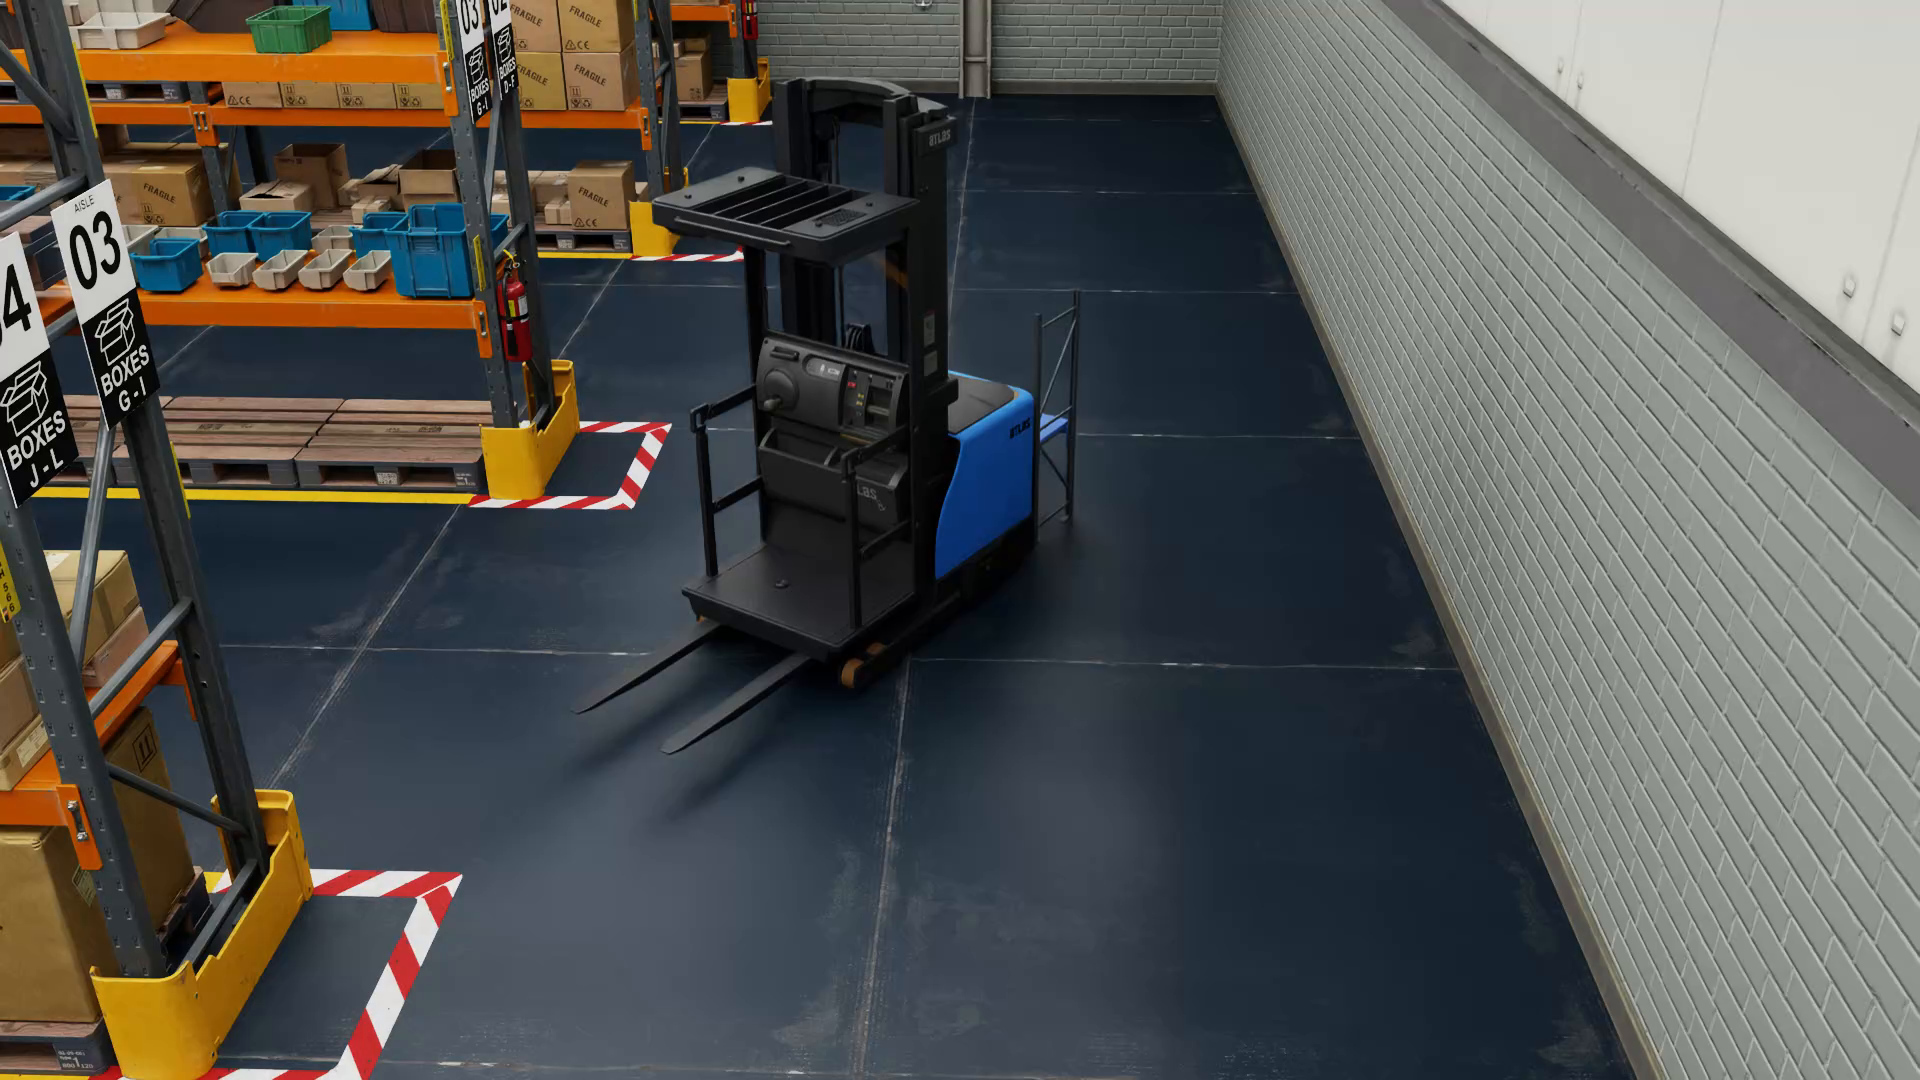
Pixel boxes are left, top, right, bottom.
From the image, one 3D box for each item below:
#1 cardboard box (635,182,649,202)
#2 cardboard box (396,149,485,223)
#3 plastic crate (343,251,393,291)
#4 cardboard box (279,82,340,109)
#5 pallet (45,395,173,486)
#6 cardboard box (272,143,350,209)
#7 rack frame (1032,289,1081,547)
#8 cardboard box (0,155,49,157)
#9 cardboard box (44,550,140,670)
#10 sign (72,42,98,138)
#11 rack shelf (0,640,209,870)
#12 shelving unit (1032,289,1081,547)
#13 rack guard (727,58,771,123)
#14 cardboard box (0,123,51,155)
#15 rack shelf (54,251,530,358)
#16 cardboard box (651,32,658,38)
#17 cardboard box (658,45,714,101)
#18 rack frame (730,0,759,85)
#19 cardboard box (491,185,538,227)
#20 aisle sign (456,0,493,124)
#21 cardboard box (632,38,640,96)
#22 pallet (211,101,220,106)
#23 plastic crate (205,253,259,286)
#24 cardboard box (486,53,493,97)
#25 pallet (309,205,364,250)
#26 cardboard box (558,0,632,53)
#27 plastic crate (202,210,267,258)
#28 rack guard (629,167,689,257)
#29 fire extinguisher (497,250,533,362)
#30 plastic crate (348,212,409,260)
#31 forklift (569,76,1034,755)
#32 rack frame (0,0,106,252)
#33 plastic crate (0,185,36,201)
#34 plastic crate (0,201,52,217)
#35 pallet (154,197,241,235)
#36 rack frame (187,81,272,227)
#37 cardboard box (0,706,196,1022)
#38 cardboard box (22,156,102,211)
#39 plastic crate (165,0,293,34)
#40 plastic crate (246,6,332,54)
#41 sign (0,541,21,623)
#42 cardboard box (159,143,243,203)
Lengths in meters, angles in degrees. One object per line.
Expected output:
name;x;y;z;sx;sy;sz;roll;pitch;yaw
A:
cardboard box;-3.117;-3.274;15.798;0.250;0.149;0.380;1;28;2
cardboard box;-4.830;-3.301;15.469;0.637;0.503;0.797;1;28;2
plastic crate;-3.710;-1.692;10.457;0.243;0.136;0.396;1;28;2
cardboard box;-5.696;-4.139;14.749;0.500;0.500;0.500;1;28;3
pallet;-6.150;-0.693;11.333;1.213;0.211;1.003;1;28;2
cardboard box;-6.128;-3.451;15.757;0.500;0.500;0.500;1;28;2
rack frame;0.569;-0.723;10.012;0.032;1.500;0.500;16;32;28
cardboard box;-8.720;-3.474;15.800;0.500;0.500;0.500;0;28;0
cardboard box;-3.534;0.266;6.389;0.500;0.250;0.500;0;28;0
sign;-3.038;-1.541;5.734;0.005;0.325;0.100;1;28;2
rack shelf;-5.062;0.750;6.401;4.000;0.370;1.077;1;28;2
shelving unit;0.139;-0.849;10.251;1.048;1.500;0.538;16;32;28
rack guard;-2.515;-5.386;19.876;0.348;0.500;1.175;1;28;2
cardboard box;-8.683;-3.806;15.625;0.500;0.250;0.500;0;28;1
rack shelf;-4.888;-1.569;10.774;4.000;0.370;1.077;1;28;2
cardboard box;-3.617;-5.923;19.748;0.250;0.149;0.380;1;28;2
cardboard box;-3.242;-5.536;19.712;0.500;0.500;0.700;1;28;2
rack frame;-2.539;-6.491;19.291;0.127;3.000;1.000;1;28;2
cardboard box;-4.211;-3.075;15.314;0.500;0.250;0.500;1;28;2
aisle sign;-2.827;-2.864;9.674;0.004;0.787;0.394;1;28;2
cardboard box;-3.144;-4.347;15.140;0.500;0.500;0.500;2;28;3
pallet;-8.533;-5.321;20.062;1.213;0.211;1.003;1;28;2
plastic crate;-4.575;-1.693;10.459;0.250;0.136;0.298;1;28;2
cardboard box;-4.184;-4.114;14.701;0.500;0.500;0.500;1;28;2
pallet;-6.021;-2.994;15.673;1.213;0.211;1.003;1;28;2
cardboard box;-3.165;-4.536;14.431;0.500;0.500;0.500;1;28;1
plastic crate;-4.740;-1.991;10.917;0.300;0.233;0.416;1;28;2
rack guard;-2.786;-3.069;15.505;0.348;0.500;1.175;1;28;2
fire extinguisher;-2.754;-1.439;10.243;0.183;0.674;0.296;1;28;2
plastic crate;-3.782;-1.975;10.888;0.300;0.233;0.416;1;28;2
forklift;-0.801;-0.759;8.552;1.130;2.935;3.031;18;33;30
rack frame;-3.064;-2.186;4.765;0.127;3.000;1.000;1;28;2
plastic crate;-6.408;-2.091;10.945;0.575;0.384;0.392;1;28;2
plastic crate;-6.003;-1.842;10.390;0.583;0.464;0.402;1;28;2
pallet;-7.522;-3.002;15.687;1.213;0.211;1.003;1;28;2
rack frame;-6.708;-4.238;15.042;0.127;3.000;1.000;1;28;2
cardboard box;-3.706;1.245;6.519;0.875;0.875;0.875;1;28;2
cardboard box;-8.206;-3.222;15.325;0.500;0.500;0.500;1;28;2
plastic crate;-4.406;-3.305;10.146;0.767;0.338;0.504;1;28;2
plastic crate;-3.885;-2.968;9.669;0.336;0.188;0.450;1;28;2
sign;-3.097;0.103;5.365;0.005;0.325;0.100;1;28;2
cardboard box;-7.183;-3.450;15.755;0.500;0.500;0.500;0;28;-1
